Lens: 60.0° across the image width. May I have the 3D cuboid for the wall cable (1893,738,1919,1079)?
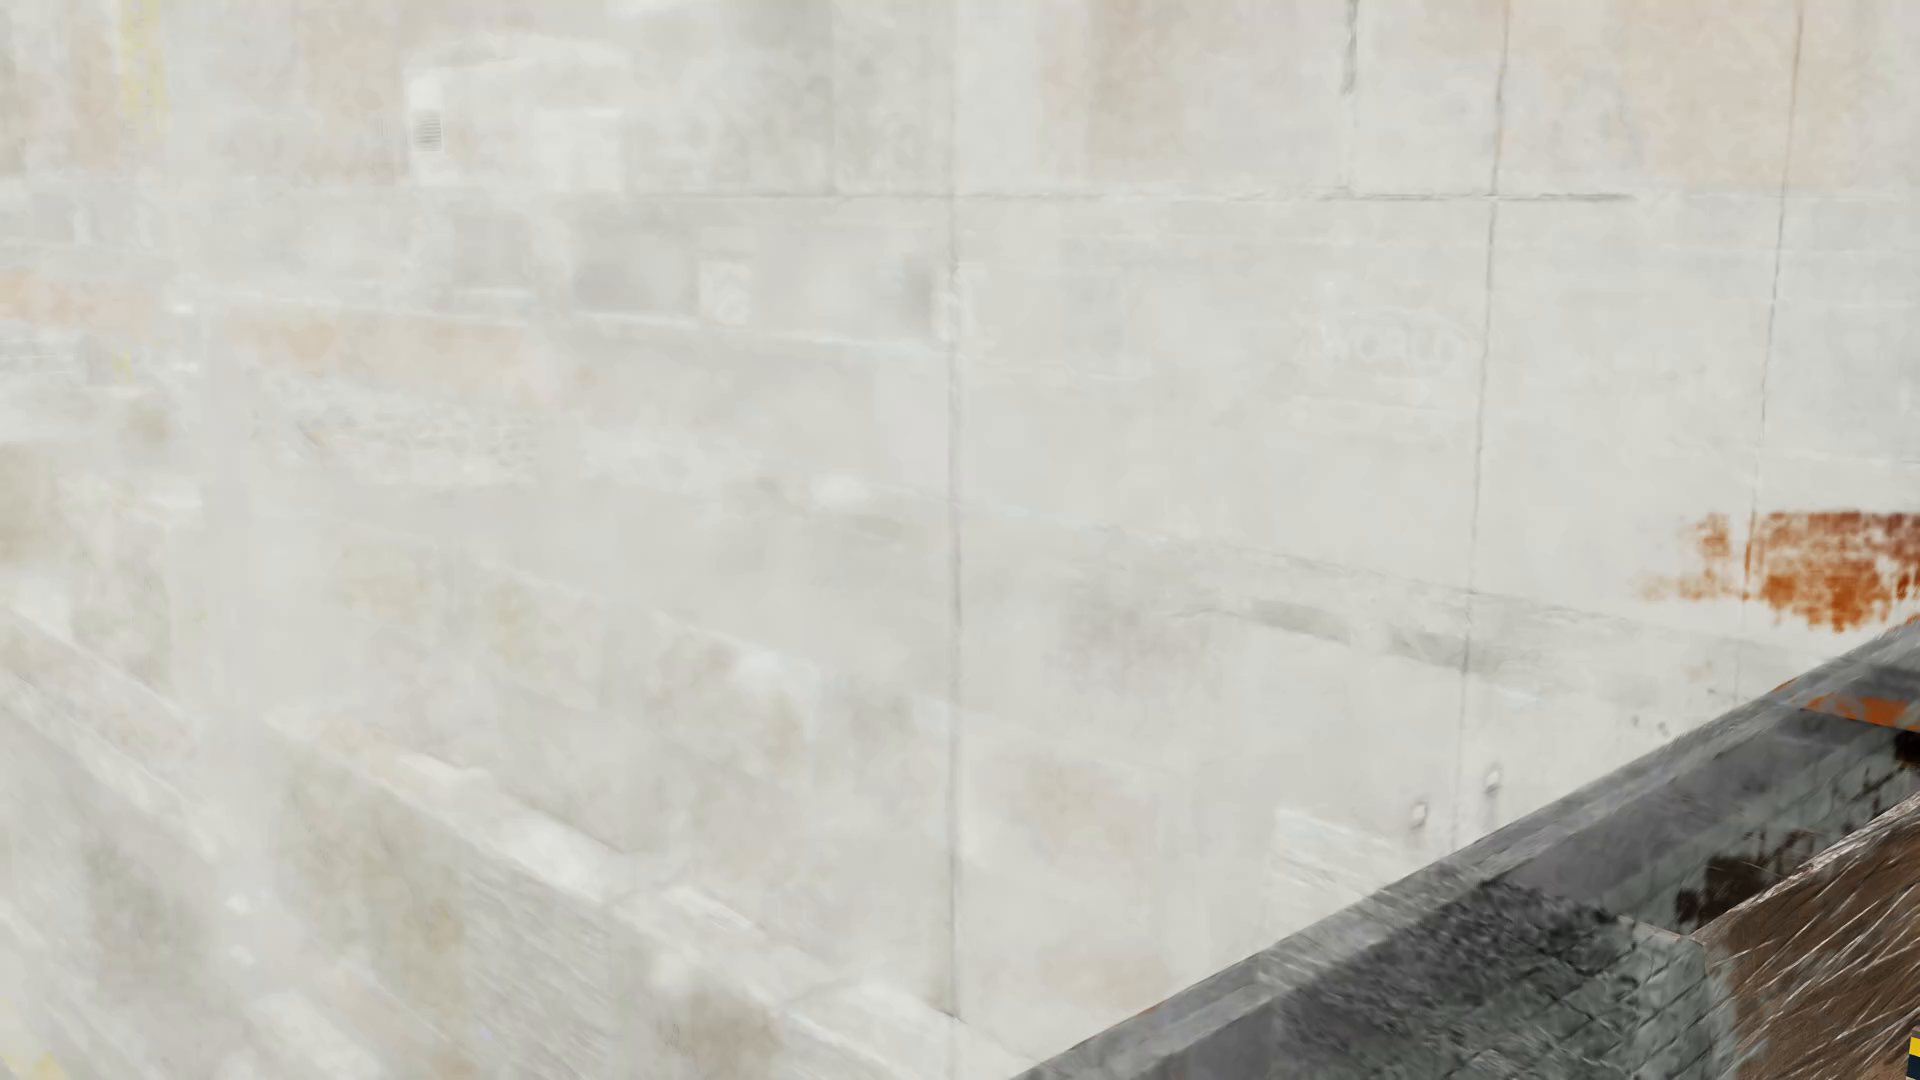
[{"bbox_3d":[-0.963,-2.688,17.931,0.585,1.953,0.123,-11,16,-43],"label":"wall cable"}]

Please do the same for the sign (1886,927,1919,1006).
[{"bbox_3d":[-1.040,-2.310,18.020,0.327,0.218,0.001,-11,16,-43],"label":"sign"}]
